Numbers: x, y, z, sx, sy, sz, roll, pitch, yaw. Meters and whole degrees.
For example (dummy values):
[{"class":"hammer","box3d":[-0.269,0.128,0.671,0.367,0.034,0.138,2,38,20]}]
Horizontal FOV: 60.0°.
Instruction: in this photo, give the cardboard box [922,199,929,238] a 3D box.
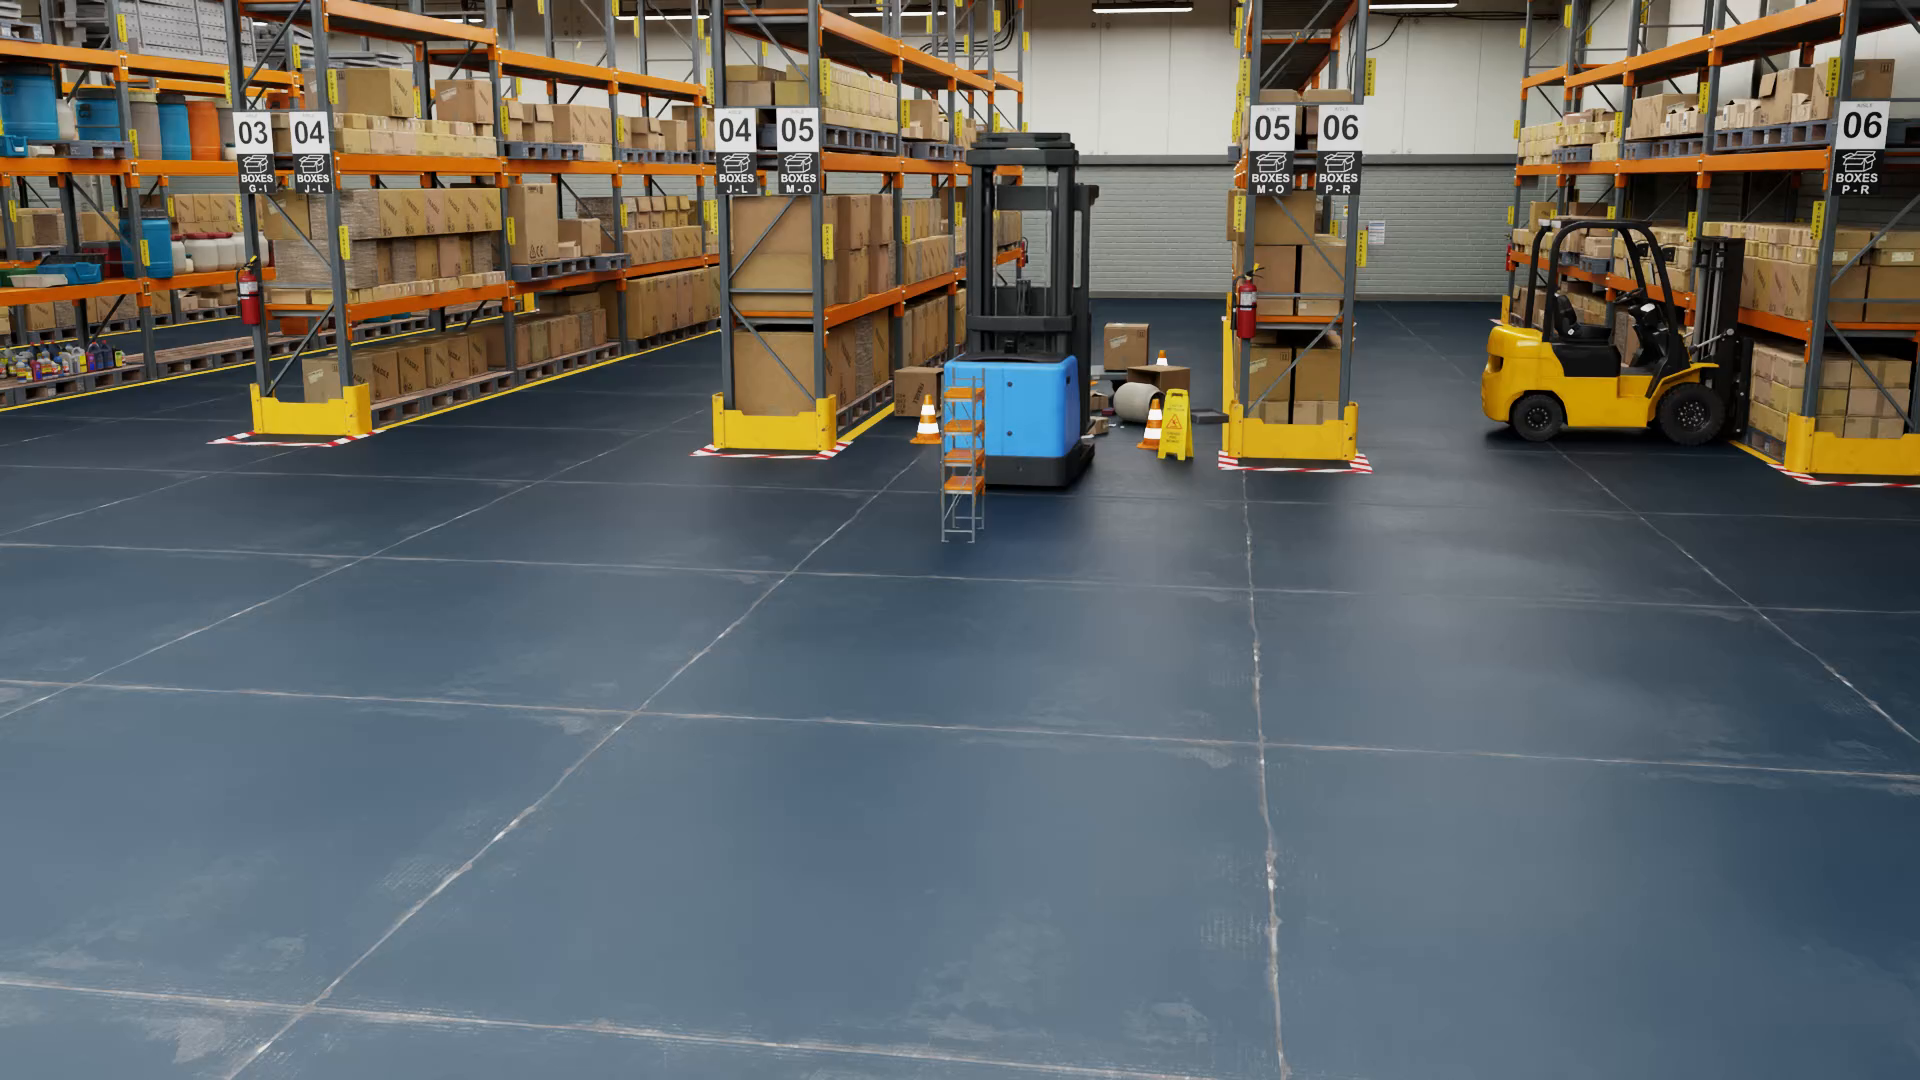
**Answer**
[{"class":"cardboard box","box3d":[-0.801,-4.281,22.127,0.700,0.500,0.500,2,12,8]}]

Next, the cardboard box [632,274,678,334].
[{"class":"cardboard box","box3d":[-5.183,-3.725,26.206,1.225,0.875,0.875,2,12,9]}]

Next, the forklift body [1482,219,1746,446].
[{"class":"forklift body","box3d":[6.501,-2.123,16.738,2.313,2.155,1.214,2,12,9]}]

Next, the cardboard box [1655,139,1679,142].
[{"class":"cardboard box","box3d":[9.535,-5.405,22.245,0.380,0.149,0.250,2,12,9]}]

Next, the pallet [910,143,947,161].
[{"class":"pallet","box3d":[-0.785,-5.054,21.653,1.003,0.211,1.213,2,12,11]}]

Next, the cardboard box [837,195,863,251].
[{"class":"cardboard box","box3d":[-1.490,-3.290,17.221,0.875,0.550,0.550,2,12,9]}]

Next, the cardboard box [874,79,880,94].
[{"class":"cardboard box","box3d":[-1.080,-4.906,17.987,0.380,0.149,0.250,2,12,9]}]

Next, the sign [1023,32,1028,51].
[{"class":"sign","box3d":[1.207,-9.158,30.537,0.100,0.325,0.005,2,12,9]}]

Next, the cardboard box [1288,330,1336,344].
[{"class":"cardboard box","box3d":[3.743,-1.960,17.719,0.500,0.500,0.500,3,12,12]}]

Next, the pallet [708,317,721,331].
[{"class":"pallet","box3d":[-4.645,-3.856,29.383,1.003,0.211,1.213,2,12,9]}]

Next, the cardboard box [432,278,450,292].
[{"class":"cardboard box","box3d":[-6.057,-2.909,18.967,0.380,0.149,0.250,2,12,9]}]

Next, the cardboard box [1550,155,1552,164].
[{"class":"cardboard box","box3d":[9.712,-6.116,26.730,0.380,0.149,0.250,2,12,11]}]

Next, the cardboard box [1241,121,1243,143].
[{"class":"cardboard box","box3d":[3.384,-4.532,18.434,0.500,0.250,0.500,2,12,7]}]

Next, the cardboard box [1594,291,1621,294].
[{"class":"cardboard box","box3d":[10.086,-3.796,25.886,0.380,0.149,0.250,1,12,6]}]

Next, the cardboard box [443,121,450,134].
[{"class":"cardboard box","box3d":[-6.048,-4.691,18.931,0.380,0.149,0.250,2,12,11]}]

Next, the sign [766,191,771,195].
[{"class":"sign","box3d":[-3.690,-6.557,31.988,0.100,0.325,0.005,2,12,9]}]

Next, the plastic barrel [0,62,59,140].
[{"class":"plastic barrel","box3d":[-11.223,-5.271,20.025,0.600,0.901,0.708,2,12,9]}]

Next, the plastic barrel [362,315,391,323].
[{"class":"plastic barrel","box3d":[-9.943,-4.143,28.081,0.600,0.901,0.708,2,12,9]}]

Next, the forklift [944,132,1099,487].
[{"class":"forklift","box3d":[0.642,-2.136,14.946,1.130,2.935,3.031,2,12,11]}]

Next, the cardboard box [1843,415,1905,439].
[{"class":"cardboard box","box3d":[8.281,-1.041,15.233,0.500,0.250,0.500,2,12,9]}]

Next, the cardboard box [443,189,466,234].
[{"class":"cardboard box","box3d":[-6.020,-3.770,19.050,0.500,0.500,0.500,2,12,9]}]

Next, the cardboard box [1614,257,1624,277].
[{"class":"cardboard box","box3d":[8.933,-3.591,21.894,0.500,0.250,0.500,2,12,9]}]

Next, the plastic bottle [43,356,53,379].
[{"class":"plastic bottle","box3d":[-10.924,-2.066,19.893,0.097,0.271,0.097,0,12,0]}]

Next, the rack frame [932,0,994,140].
[{"class":"rack frame","box3d":[0.046,-7.814,26.891,1.000,3.000,0.127,2,12,9]}]

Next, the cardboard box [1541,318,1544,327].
[{"class":"cardboard box","box3d":[9.654,-3.519,26.972,0.380,0.149,0.250,2,12,7]}]

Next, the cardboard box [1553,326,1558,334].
[{"class":"cardboard box","box3d":[9.561,-3.472,25.919,0.500,0.500,0.500,2,12,11]}]

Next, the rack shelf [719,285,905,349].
[{"class":"rack shelf","box3d":[-1.492,-2.448,17.940,1.077,0.370,4.000,2,12,9]}]

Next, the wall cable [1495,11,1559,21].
[{"class":"wall cable","box3d":[12.606,-12.199,34.039,2.988,3.039,0.133,2,12,9]}]

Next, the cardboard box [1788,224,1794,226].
[{"class":"cardboard box","box3d":[8.793,-3.191,17.197,0.380,0.149,0.250,2,12,8]}]

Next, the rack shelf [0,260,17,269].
[{"class":"rack shelf","box3d":[-15.550,-3.784,24.140,1.077,0.370,4.000,2,12,9]}]

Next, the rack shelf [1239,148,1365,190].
[{"class":"rack shelf","box3d":[3.415,-3.775,16.977,1.077,0.370,4.000,2,12,9]}]

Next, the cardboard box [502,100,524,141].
[{"class":"cardboard box","box3d":[-5.900,-5.214,20.707,0.797,0.503,0.637,1,12,6]}]

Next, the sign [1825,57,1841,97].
[{"class":"sign","box3d":[7.478,-3.965,14.237,0.100,0.325,0.005,2,12,9]}]

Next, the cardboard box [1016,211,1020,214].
[{"class":"cardboard box","box3d":[0.837,-6.294,30.760,0.500,0.500,0.500,2,12,7]}]

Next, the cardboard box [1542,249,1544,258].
[{"class":"cardboard box","box3d":[9.759,-4.697,27.265,0.380,0.149,0.250,2,12,10]}]

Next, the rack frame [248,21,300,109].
[{"class":"rack frame","box3d":[-10.348,-7.323,24.615,1.000,3.000,0.127,2,12,9]}]

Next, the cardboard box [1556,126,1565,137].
[{"class":"cardboard box","box3d":[9.379,-6.277,25.536,0.380,0.149,0.250,2,12,10]}]

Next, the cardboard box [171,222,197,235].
[{"class":"cardboard box","box3d":[-14.280,-5.531,30.300,0.500,0.500,0.500,2,12,10]}]

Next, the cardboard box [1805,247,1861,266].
[{"class":"cardboard box","box3d":[7.789,-2.531,14.841,0.380,0.149,0.250,2,12,9]}]

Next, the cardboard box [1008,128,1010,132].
[{"class":"cardboard box","box3d":[0.672,-7.202,29.394,0.380,0.149,0.250,2,12,10]}]

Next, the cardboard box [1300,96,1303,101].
[{"class":"cardboard box","box3d":[4.275,-5.132,19.739,0.500,0.250,0.500,2,12,7]}]

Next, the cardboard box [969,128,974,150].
[{"class":"cardboard box","box3d":[-0.077,-5.883,24.812,0.500,0.500,0.500,2,12,9]}]

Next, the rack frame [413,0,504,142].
[{"class":"rack frame","box3d":[-6.070,-6.330,20.007,1.000,3.000,0.127,2,12,9]}]

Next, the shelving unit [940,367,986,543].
[{"class":"shelving unit","box3d":[0.025,-0.621,12.027,0.258,1.200,0.503,2,12,9]}]

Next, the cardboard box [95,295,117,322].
[{"class":"cardboard box","box3d":[-14.658,-3.953,28.105,0.500,0.500,0.500,1,12,7]}]

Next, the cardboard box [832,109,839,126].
[{"class":"cardboard box","box3d":[-1.391,-4.095,16.117,0.380,0.149,0.250,2,12,9]}]

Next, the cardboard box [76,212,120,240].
[{"class":"cardboard box","box3d":[-14.964,-5.402,28.707,0.700,0.500,0.500,4,13,18]}]

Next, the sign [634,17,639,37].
[{"class":"sign","box3d":[-5.384,-8.553,27.726,0.100,0.325,0.005,2,12,9]}]

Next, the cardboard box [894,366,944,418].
[{"class":"cardboard box","box3d":[-0.409,-1.639,18.405,0.500,0.500,0.500,4,13,18]}]

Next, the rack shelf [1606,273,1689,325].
[{"class":"rack shelf","box3d":[8.935,-2.981,20.414,1.077,0.370,4.000,2,12,9]}]
